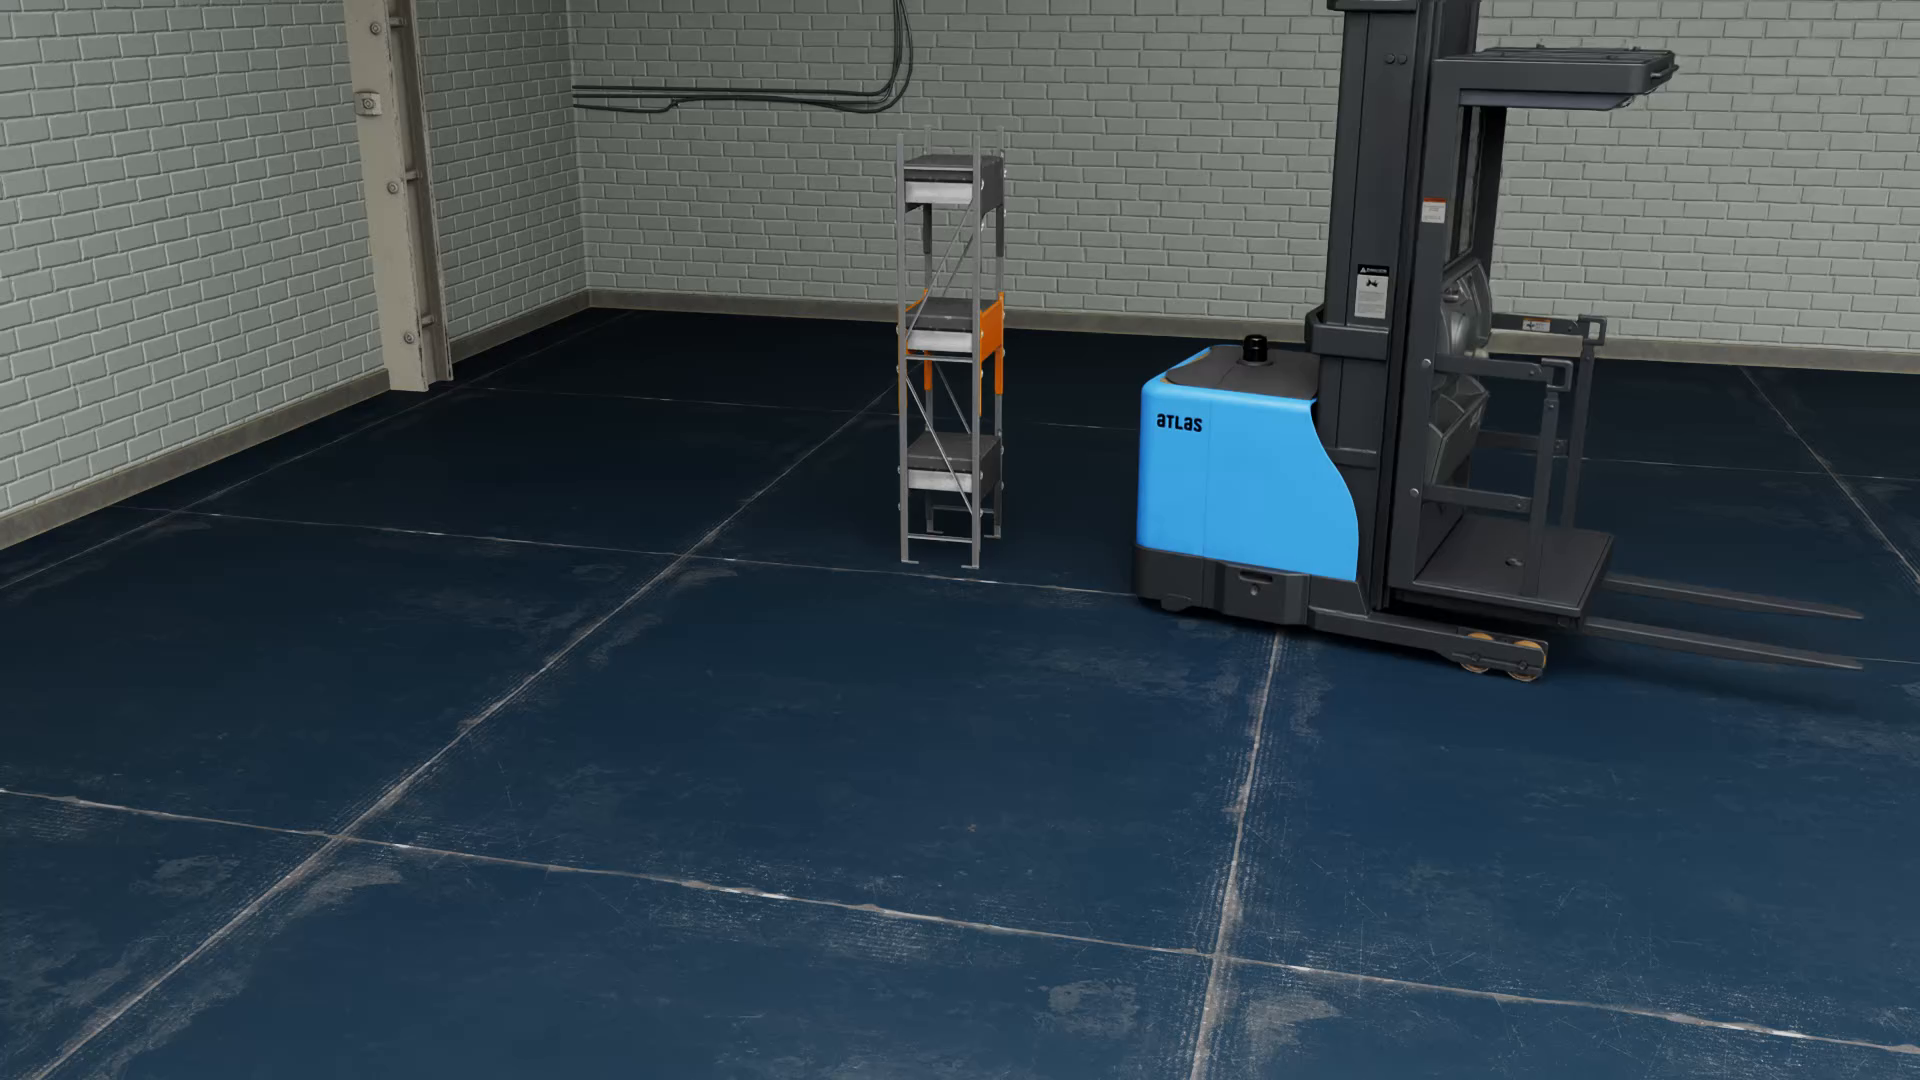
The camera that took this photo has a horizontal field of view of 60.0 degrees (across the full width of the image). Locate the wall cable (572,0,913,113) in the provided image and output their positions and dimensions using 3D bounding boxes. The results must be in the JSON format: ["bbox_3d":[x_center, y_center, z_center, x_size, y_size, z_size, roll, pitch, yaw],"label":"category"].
[{"bbox_3d":[-1.884,-4.731,13.421,3.097,2.526,0.112,5,19,13],"label":"wall cable"}]

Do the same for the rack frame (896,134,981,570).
[{"bbox_3d":[-0.100,-0.865,7.972,0.400,2.100,0.015,5,19,13],"label":"rack frame"}]

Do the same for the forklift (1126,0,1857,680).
[{"bbox_3d":[2.326,-0.996,7.069,3.031,2.935,1.130,10,21,26],"label":"forklift"}]

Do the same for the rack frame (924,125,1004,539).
[{"bbox_3d":[0.019,-1.018,8.420,0.400,2.100,0.015,5,19,13],"label":"rack frame"}]

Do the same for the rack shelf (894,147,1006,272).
[{"bbox_3d":[-0.040,-1.591,7.974,0.431,0.518,0.480,5,19,13],"label":"rack shelf"}]

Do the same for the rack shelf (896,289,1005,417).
[{"bbox_3d":[-0.040,-0.929,8.201,0.431,0.518,0.480,5,19,13],"label":"rack shelf"}]

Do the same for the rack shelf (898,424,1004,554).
[{"bbox_3d":[-0.040,-0.266,8.427,0.431,0.518,0.480,5,19,13],"label":"rack shelf"}]

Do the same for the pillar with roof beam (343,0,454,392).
[{"bbox_3d":[0.289,-5.042,9.526,9.100,9.000,0.400,5,19,13],"label":"pillar with roof beam"}]

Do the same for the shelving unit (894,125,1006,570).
[{"bbox_3d":[-0.040,-0.942,8.196,0.431,2.100,0.503,5,19,13],"label":"shelving unit"}]
